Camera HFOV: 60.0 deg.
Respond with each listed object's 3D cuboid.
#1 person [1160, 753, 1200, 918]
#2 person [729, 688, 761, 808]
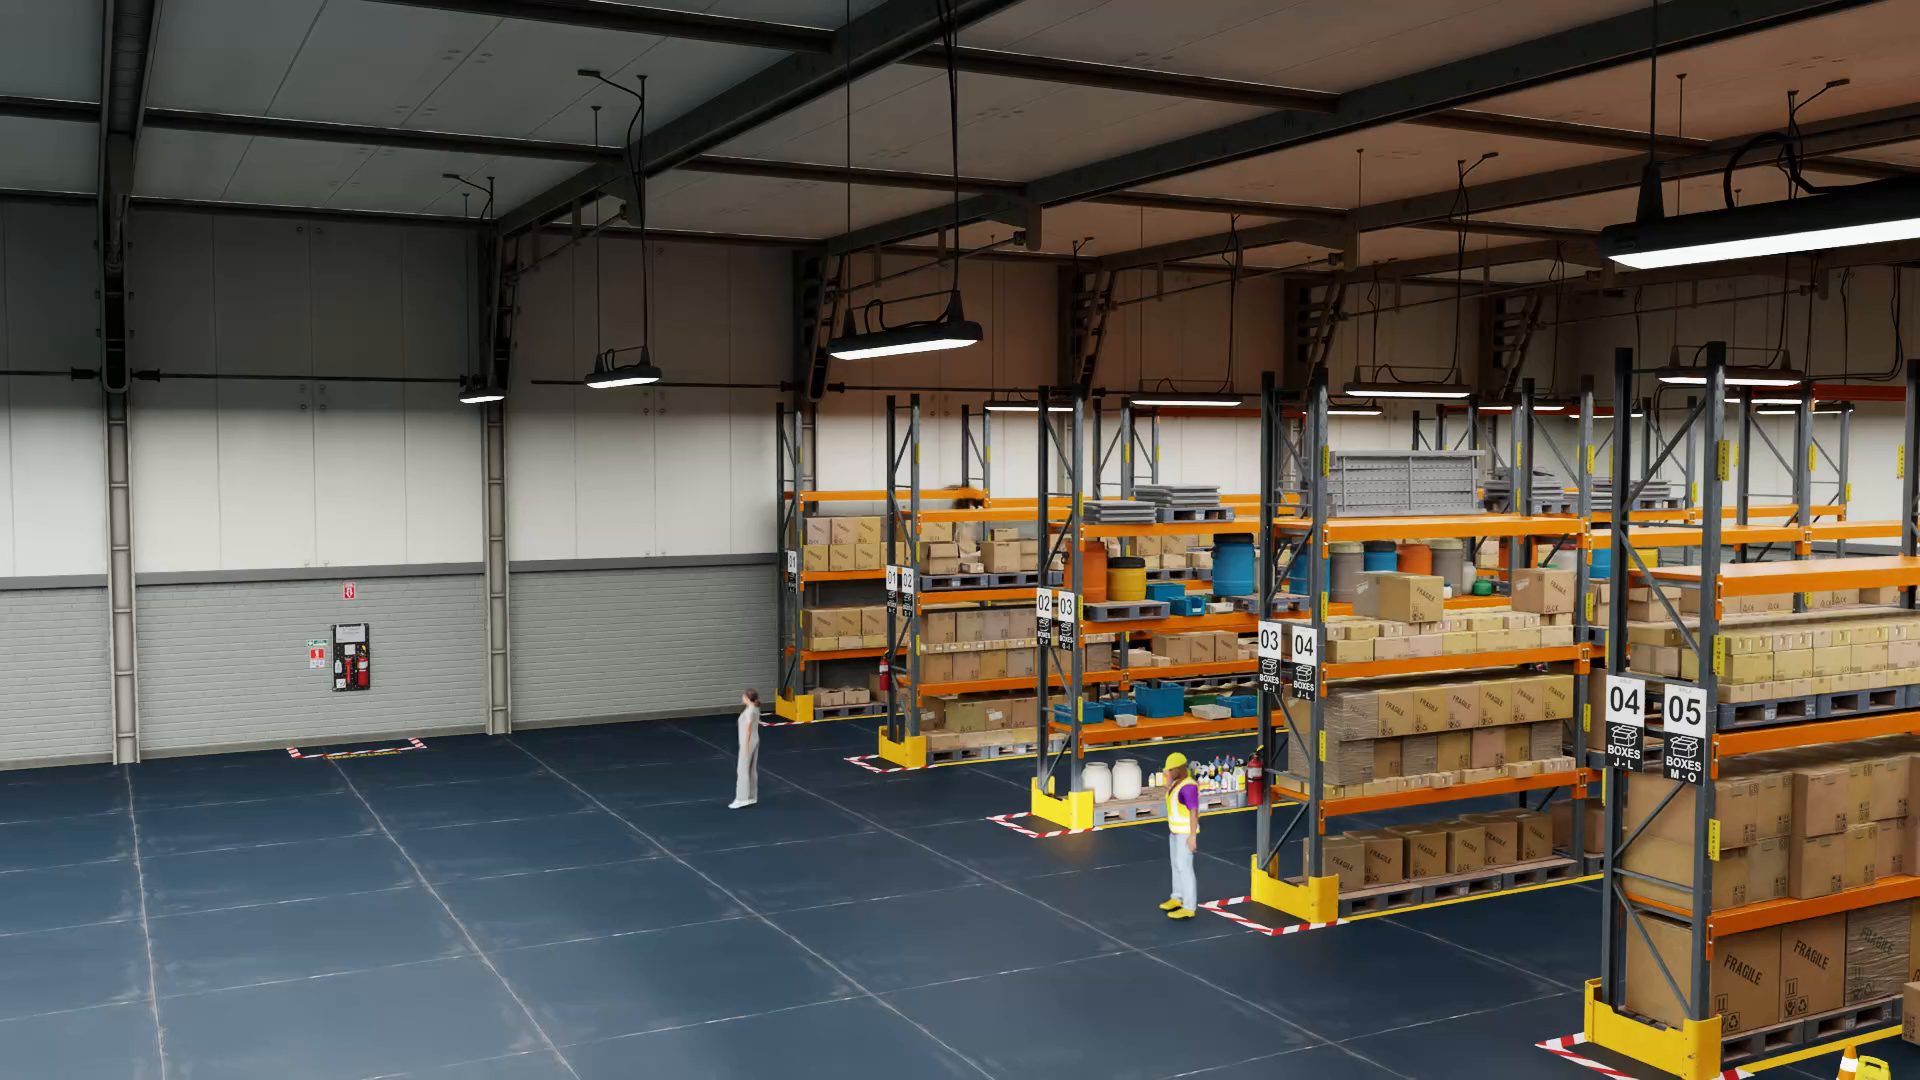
[{"bbox_3d":[2.435,3.235,18.414,0.410,1.765,0.619,0,3,-6],"label":"person"},{"bbox_3d":[-3.077,2.983,23.946,0.419,1.704,0.525,0,3,8],"label":"person"}]
